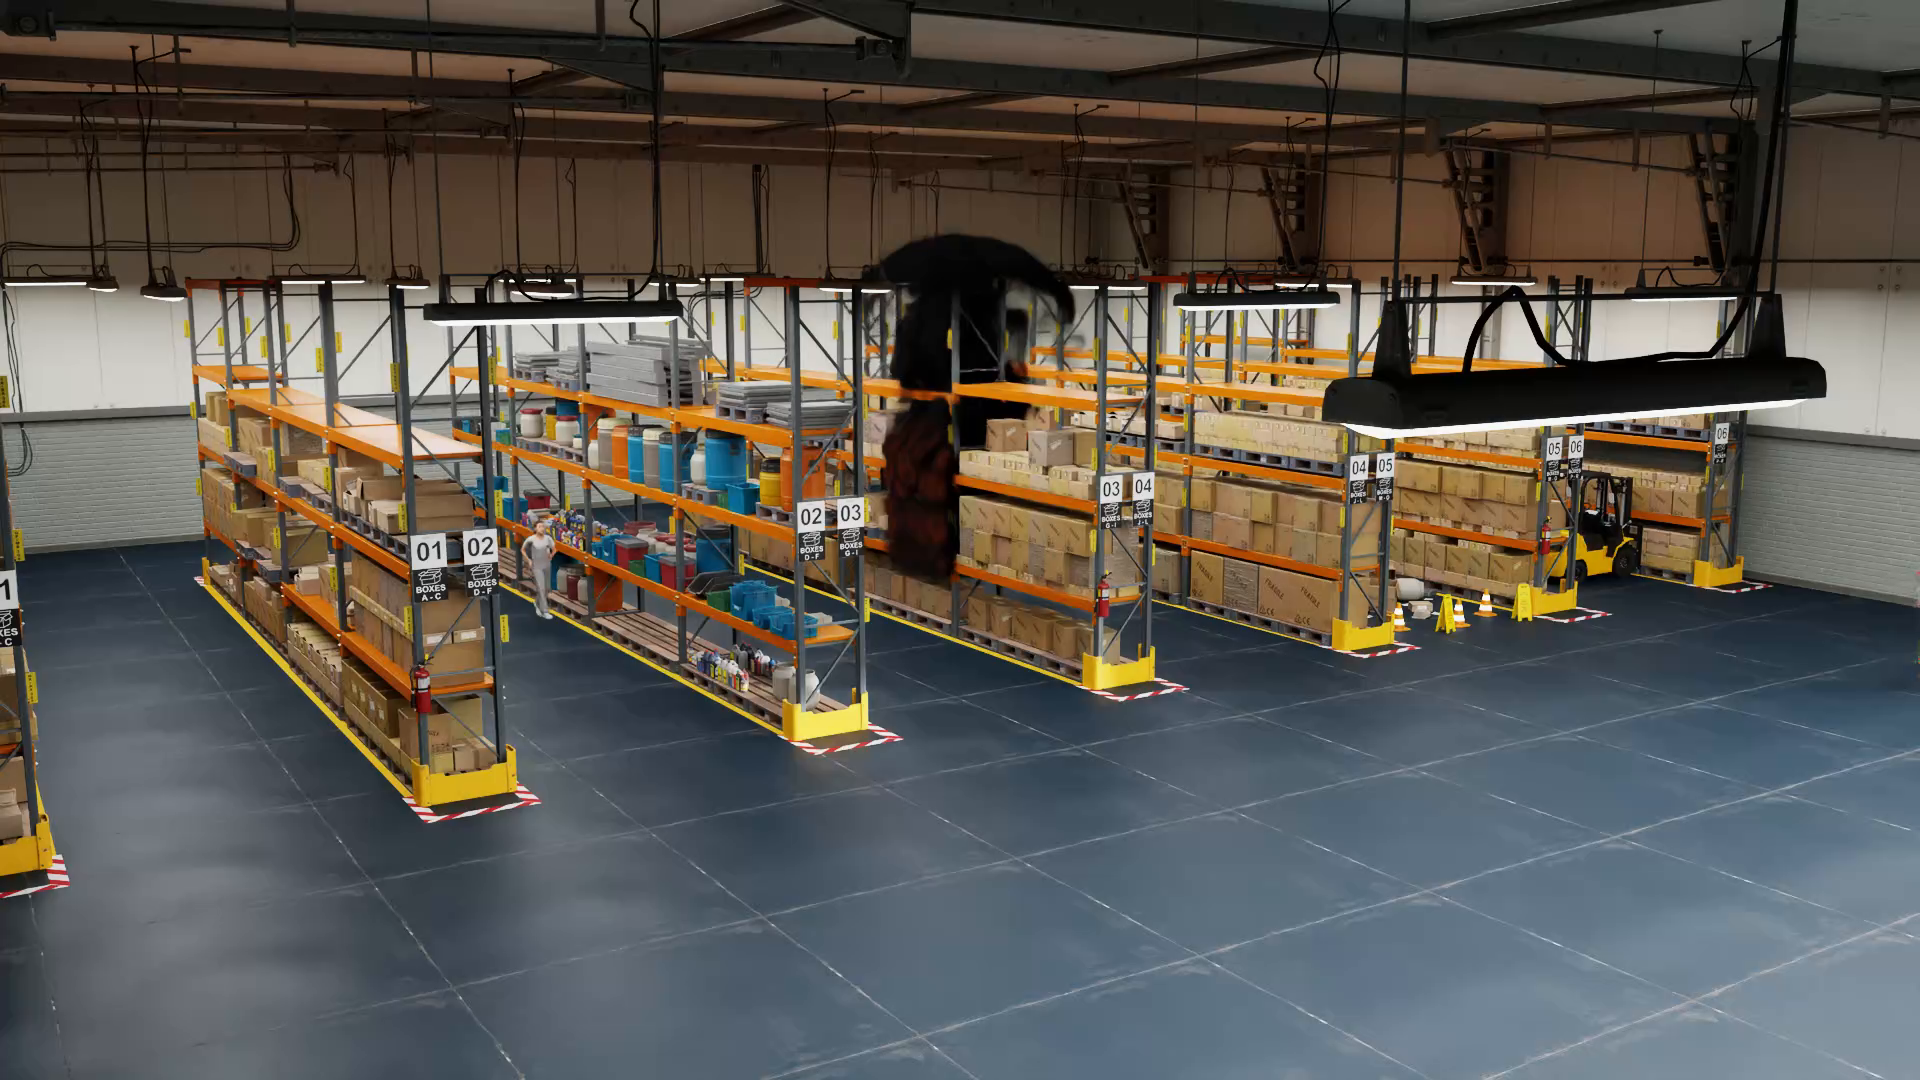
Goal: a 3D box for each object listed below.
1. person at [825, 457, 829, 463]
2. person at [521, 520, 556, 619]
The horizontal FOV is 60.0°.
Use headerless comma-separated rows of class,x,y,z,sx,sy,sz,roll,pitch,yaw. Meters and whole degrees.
person,-3.510,-1.318,41.020,0.571,1.638,0.752,-7,12,-37
person,-7.141,0.493,28.353,0.586,1.690,0.757,-7,12,-37
